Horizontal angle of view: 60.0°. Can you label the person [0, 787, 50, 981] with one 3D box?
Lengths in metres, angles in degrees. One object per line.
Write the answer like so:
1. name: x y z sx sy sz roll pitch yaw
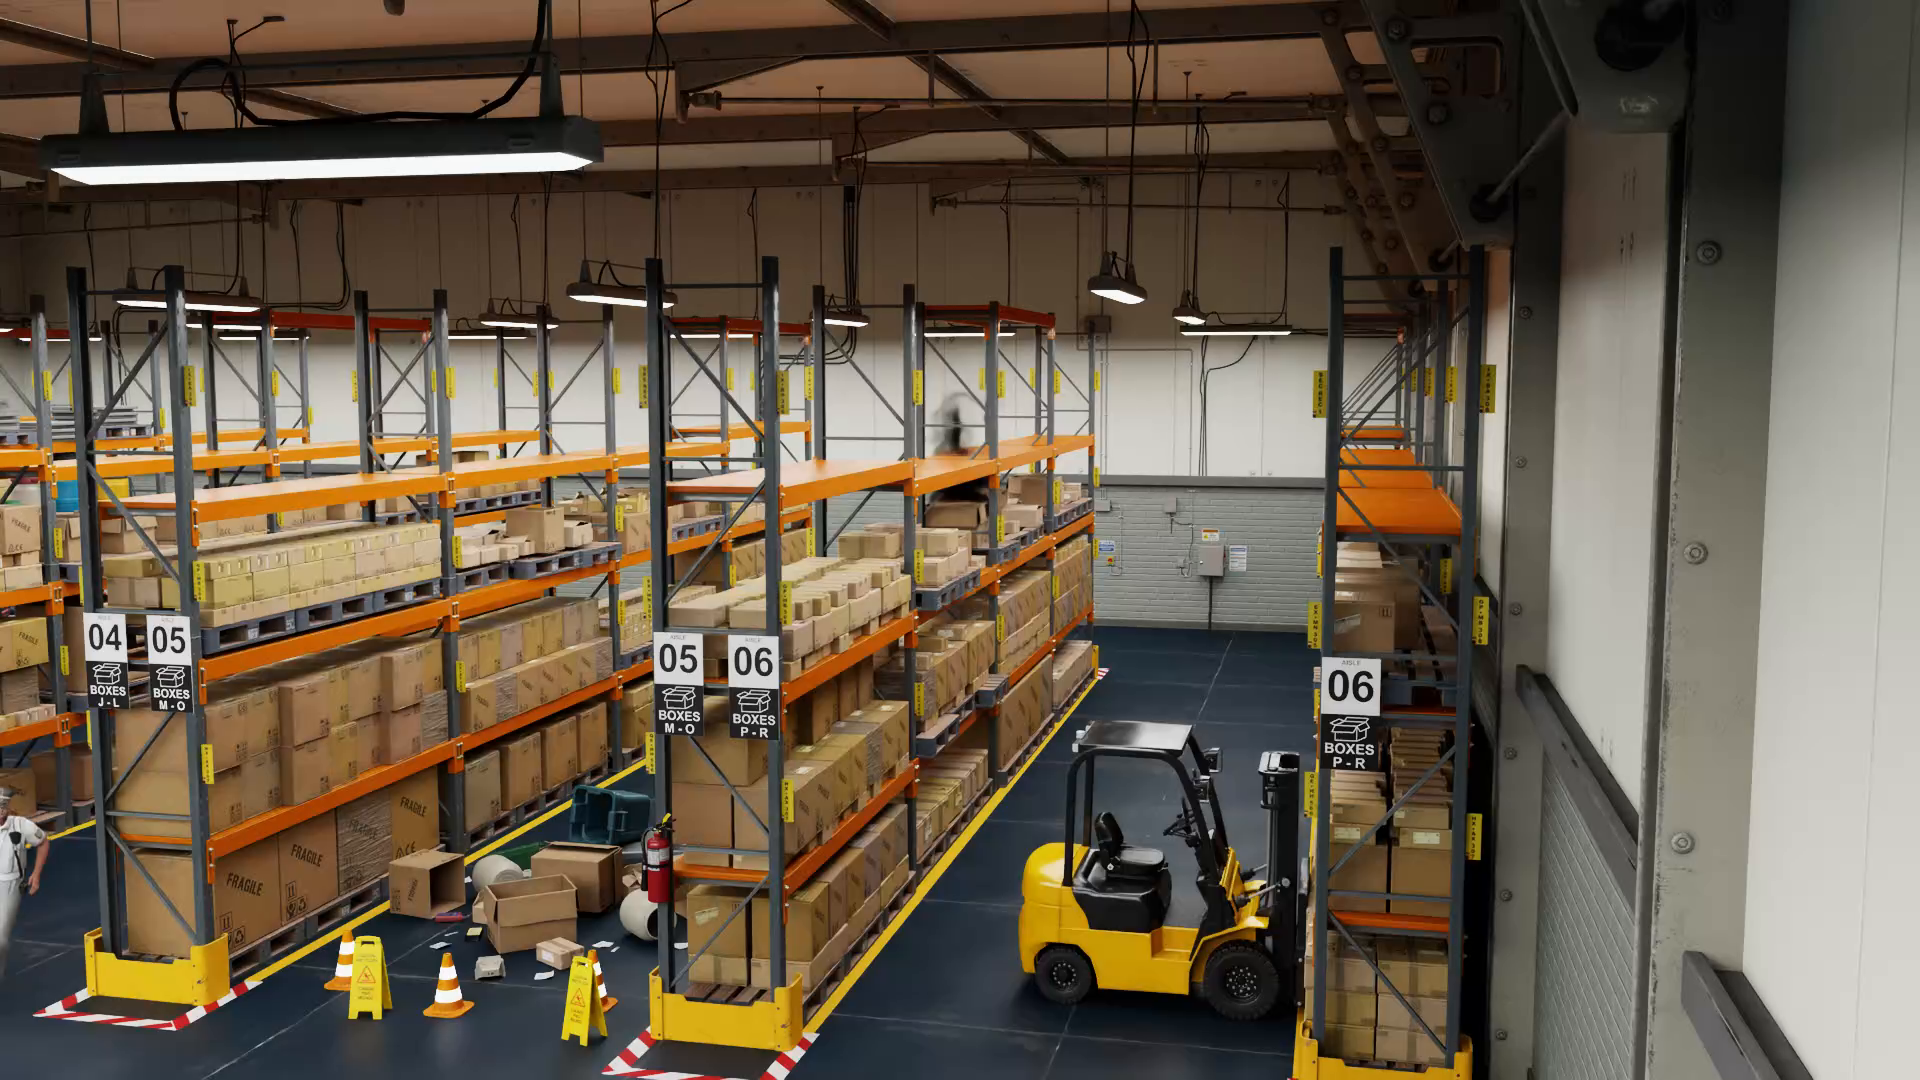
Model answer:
1. person: -7.963 2.921 13.767 0.716 1.810 0.703 -2 6 -16
